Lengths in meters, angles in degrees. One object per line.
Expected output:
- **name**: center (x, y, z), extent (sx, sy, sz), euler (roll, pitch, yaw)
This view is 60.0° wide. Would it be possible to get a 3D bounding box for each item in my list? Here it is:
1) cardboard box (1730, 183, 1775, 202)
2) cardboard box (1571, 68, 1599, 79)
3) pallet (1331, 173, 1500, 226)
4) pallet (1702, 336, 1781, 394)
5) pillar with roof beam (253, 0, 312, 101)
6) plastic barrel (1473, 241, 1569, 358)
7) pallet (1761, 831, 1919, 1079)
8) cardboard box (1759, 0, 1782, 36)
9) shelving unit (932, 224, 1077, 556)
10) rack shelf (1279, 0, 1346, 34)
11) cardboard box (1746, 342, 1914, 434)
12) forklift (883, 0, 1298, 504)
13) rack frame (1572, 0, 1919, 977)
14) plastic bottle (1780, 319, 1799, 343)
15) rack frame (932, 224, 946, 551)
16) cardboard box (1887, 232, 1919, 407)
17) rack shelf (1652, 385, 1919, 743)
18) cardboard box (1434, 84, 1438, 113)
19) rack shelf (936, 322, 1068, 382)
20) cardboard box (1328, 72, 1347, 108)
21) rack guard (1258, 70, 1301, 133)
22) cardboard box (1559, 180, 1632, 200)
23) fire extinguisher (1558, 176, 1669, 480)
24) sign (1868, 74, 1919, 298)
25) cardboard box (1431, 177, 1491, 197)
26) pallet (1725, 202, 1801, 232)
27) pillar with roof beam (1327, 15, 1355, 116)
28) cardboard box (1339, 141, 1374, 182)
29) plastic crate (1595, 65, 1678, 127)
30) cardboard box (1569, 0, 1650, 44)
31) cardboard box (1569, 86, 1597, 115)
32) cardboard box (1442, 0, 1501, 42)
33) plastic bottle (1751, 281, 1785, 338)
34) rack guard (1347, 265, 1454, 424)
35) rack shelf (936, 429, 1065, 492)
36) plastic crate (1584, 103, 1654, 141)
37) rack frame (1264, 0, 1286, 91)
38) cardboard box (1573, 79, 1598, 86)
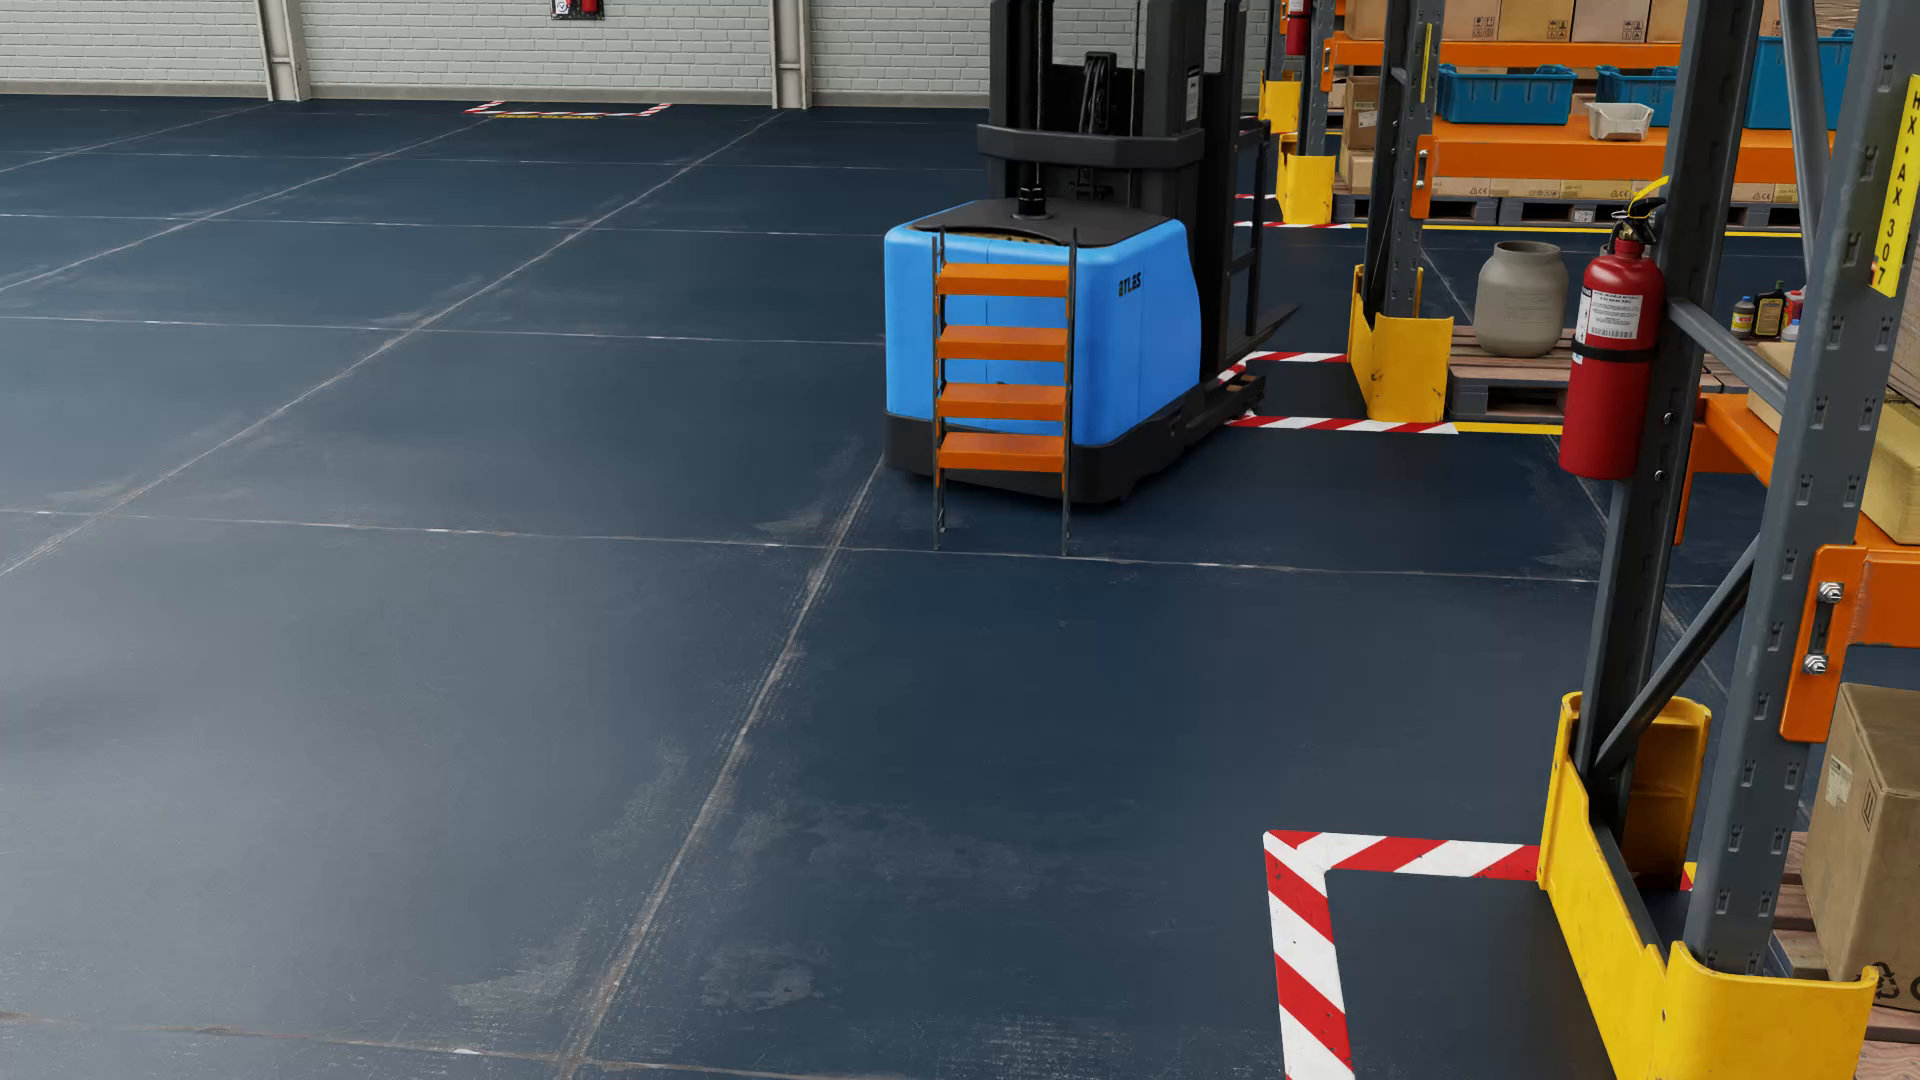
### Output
- **cardboard box**: center (5.671, -2.664, 12.267), extent (0.500, 0.250, 0.500), euler (2, 22, 6)
- **cardboard box**: center (6.197, -4.663, 16.957), extent (0.500, 0.500, 0.500), euler (1, 22, 2)
- **pallet**: center (3.445, -2.641, 12.832), extent (1.213, 0.211, 1.003), euler (2, 22, 6)
- **pallet**: center (4.189, -0.773, 8.108), extent (1.213, 0.211, 1.003), euler (2, 22, 6)
- **pillar with roof beam**: center (-8.366, -7.787, 13.896), extent (0.400, 9.000, 9.100), euler (2, 22, 6)
- **plastic barrel**: center (2.757, -1.185, 8.169), extent (0.421, 0.512, 0.421), euler (0, 22, 0)
- **pallet**: center (2.389, 1.010, 3.599), extent (1.213, 0.211, 1.003), euler (2, 22, 6)
- **cardboard box**: center (5.687, -3.866, 12.002), extent (0.500, 0.500, 0.700), euler (2, 22, 6)
- **shelving unit**: center (0.164, -0.551, 6.201), extent (0.503, 1.200, 0.258), euler (2, 22, 6)
- **rack shelf**: center (5.246, -5.343, 16.853), extent (4.000, 0.370, 1.077), euler (2, 22, 6)
- **cardboard box**: center (1.819, -0.285, 3.422), extent (0.250, 0.149, 0.380), euler (2, 22, 6)
- **forklift**: center (0.825, -2.005, 7.525), extent (1.130, 2.935, 3.031), euler (11, 24, 26)
- **rack frame**: center (1.511, -0.338, 3.216), extent (0.127, 3.000, 1.000), euler (2, 22, 6)
- **plastic bottle**: center (3.858, -0.890, 7.725), extent (0.097, 0.271, 0.097), euler (0, 22, 0)
- **rack frame**: center (-0.078, -0.561, 6.228), extent (0.015, 1.200, 0.240), euler (2, 22, 6)
- **cardboard box**: center (2.054, -0.489, 3.057), extent (0.500, 0.500, 0.875), euler (2, 22, 6)
- **rack shelf**: center (3.497, 0.083, 3.129), extent (4.000, 0.370, 1.077), euler (2, 22, 6)
- **cardboard box**: center (3.684, -3.095, 12.337), extent (0.500, 0.500, 0.500), euler (2, 22, 6)
- **rack shelf**: center (0.164, -0.696, 6.144), extent (0.480, 0.148, 0.258), euler (2, 22, 6)
- **cardboard box**: center (3.936, -4.655, 17.194), extent (0.500, 0.311, 0.500), euler (0, 22, 0)
- **rack guard**: center (3.335, -4.598, 17.390), extent (0.348, 0.500, 1.175), euler (2, 22, 6)
- **cardboard box**: center (4.676, -2.702, 12.363), extent (0.500, 0.250, 0.500), euler (2, 22, 6)
- **fire extinguisher**: center (1.452, -0.476, 3.668), extent (0.183, 0.674, 0.296), euler (2, 22, 6)
- **sign**: center (1.447, -0.543, 2.556), extent (0.005, 0.325, 0.100), euler (2, 22, 6)
- **cardboard box**: center (3.684, -2.747, 12.477), extent (0.500, 0.250, 0.500), euler (2, 22, 6)
- **pallet**: center (5.868, -2.535, 12.565), extent (1.213, 0.211, 1.003), euler (2, 22, 6)
- **pillar with roof beam**: center (3.550, -7.268, 12.583), extent (0.400, 9.000, 9.100), euler (2, 22, 6)
- **cardboard box**: center (3.248, -2.956, 13.007), extent (0.500, 0.250, 0.500), euler (2, 22, 6)
- **plastic crate**: center (3.271, -2.135, 7.963), extent (0.408, 0.251, 0.499), euler (2, 22, 6)
- **cardboard box**: center (4.680, -3.911, 12.116), extent (0.500, 0.500, 0.700), euler (3, 22, 8)
- **cardboard box**: center (4.676, -3.050, 12.224), extent (0.500, 0.500, 0.500), euler (2, 22, 6)
- **cardboard box**: center (3.665, -3.956, 12.230), extent (0.500, 0.500, 0.700), euler (3, 22, 8)
- **plastic bottle**: center (4.088, -1.170, 8.417), extent (0.133, 0.283, 0.061), euler (3, 22, 8)
- **rack guard**: center (2.175, -0.998, 8.285), extent (0.348, 0.500, 1.175), euler (2, 22, 6)
- **rack shelf**: center (0.164, -0.304, 6.299), extent (0.480, 0.148, 0.258), euler (2, 22, 6)
- **plastic crate**: center (2.945, -1.868, 7.443), extent (0.250, 0.136, 0.298), euler (2, 22, 6)
- **rack frame**: center (3.260, -5.764, 16.939), extent (0.127, 3.000, 1.000), euler (2, 22, 6)
- **cardboard box**: center (4.739, -3.246, 12.719), extent (0.500, 0.500, 0.500), euler (2, 22, 6)
